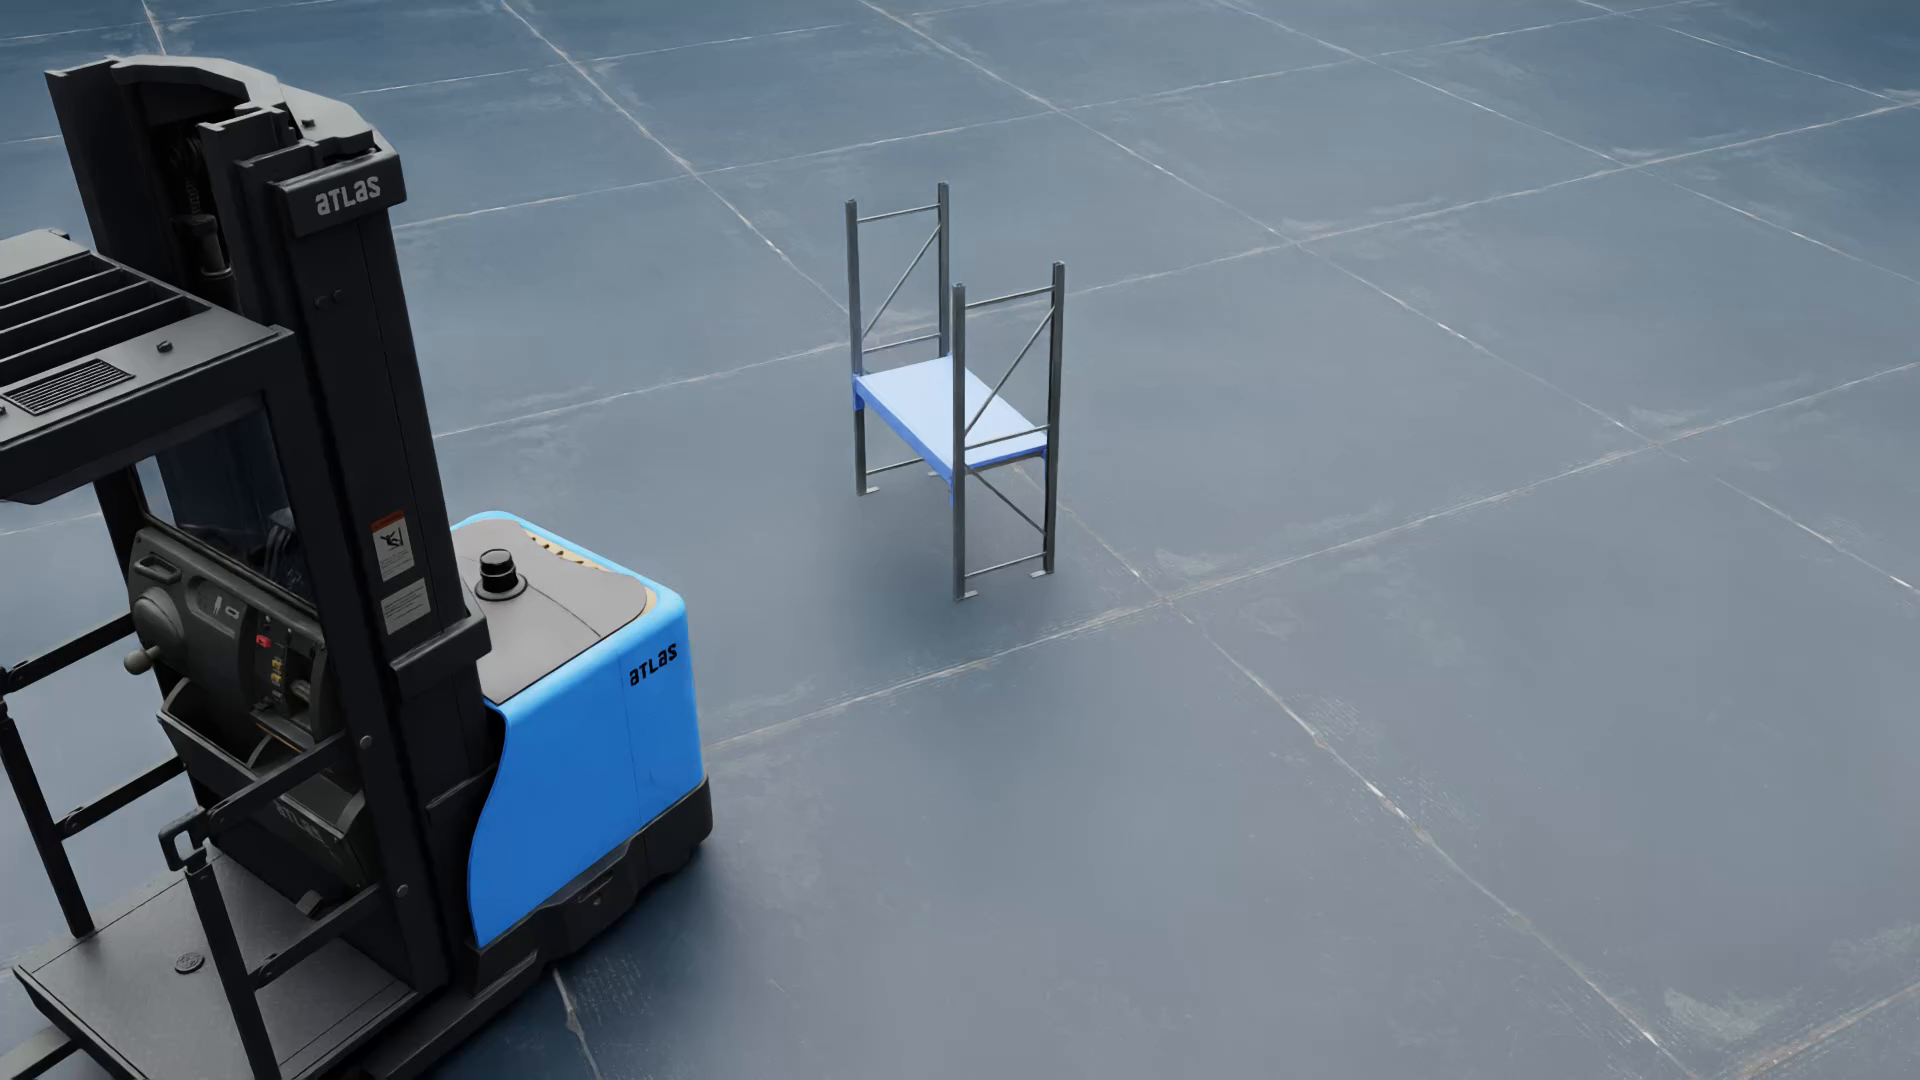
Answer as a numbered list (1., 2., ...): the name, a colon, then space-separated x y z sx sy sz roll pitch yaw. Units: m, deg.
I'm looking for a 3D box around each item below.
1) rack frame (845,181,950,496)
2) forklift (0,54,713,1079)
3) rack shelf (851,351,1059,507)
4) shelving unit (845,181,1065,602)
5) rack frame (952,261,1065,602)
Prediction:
1. rack frame: -0.277 -0.915 7.788 0.500 1.500 0.032 -16 36 -23
2. forklift: -2.176 0.333 4.512 1.130 2.935 3.031 22 39 30
3. rack shelf: -0.040 -0.521 7.506 0.538 0.185 1.000 -16 36 -23
4. shelving unit: -0.040 -0.672 7.409 0.538 1.500 1.048 -16 36 -23
5. rack frame: 0.197 -0.430 7.030 0.500 1.500 0.032 -16 36 -23
